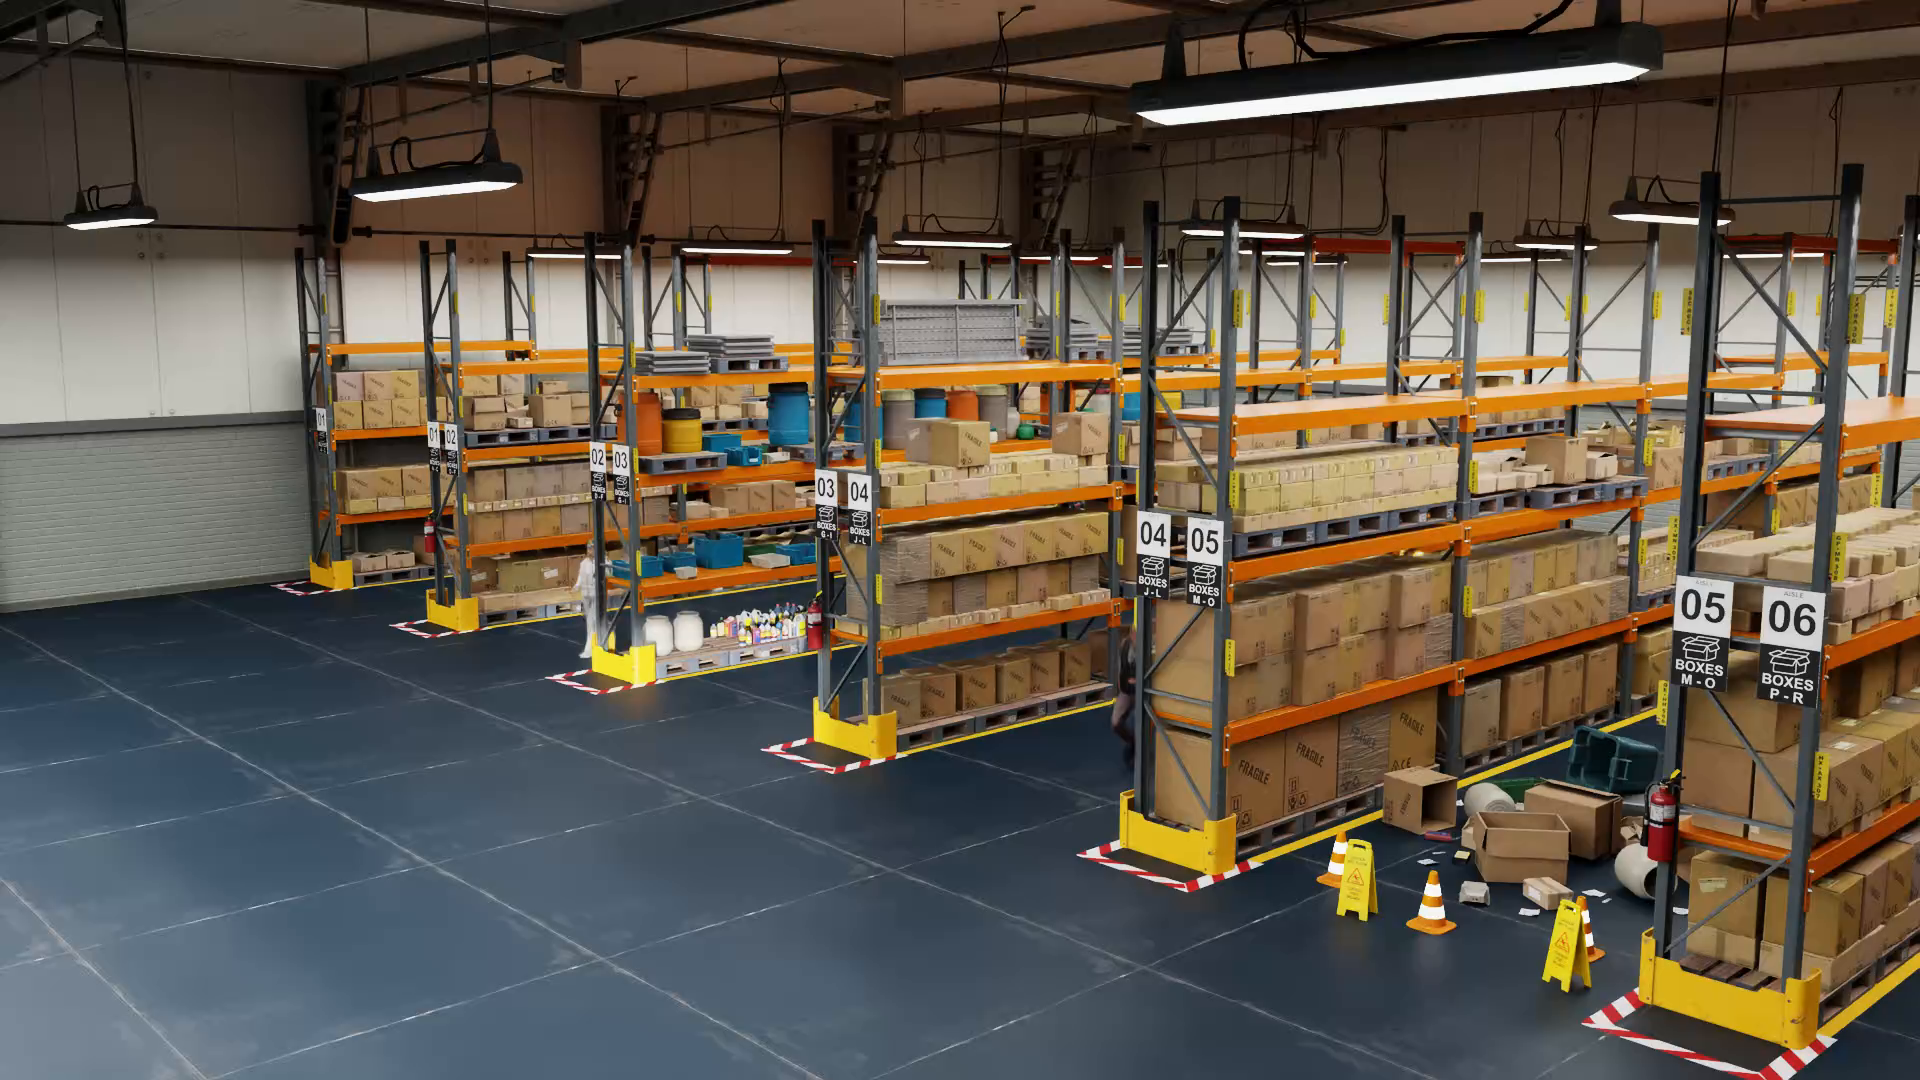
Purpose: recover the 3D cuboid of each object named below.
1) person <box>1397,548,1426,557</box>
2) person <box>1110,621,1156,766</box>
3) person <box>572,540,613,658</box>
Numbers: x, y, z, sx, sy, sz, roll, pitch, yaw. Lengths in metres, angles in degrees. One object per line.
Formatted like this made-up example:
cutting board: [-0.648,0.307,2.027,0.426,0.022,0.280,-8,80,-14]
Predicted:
person: [6.450,0.760,23.950,0.922,1.781,0.692,-8,11,-43]
person: [1.923,1.715,18.144,0.659,1.607,0.635,5,10,32]
person: [-5.275,0.823,24.121,0.617,1.693,0.822,4,9,24]
